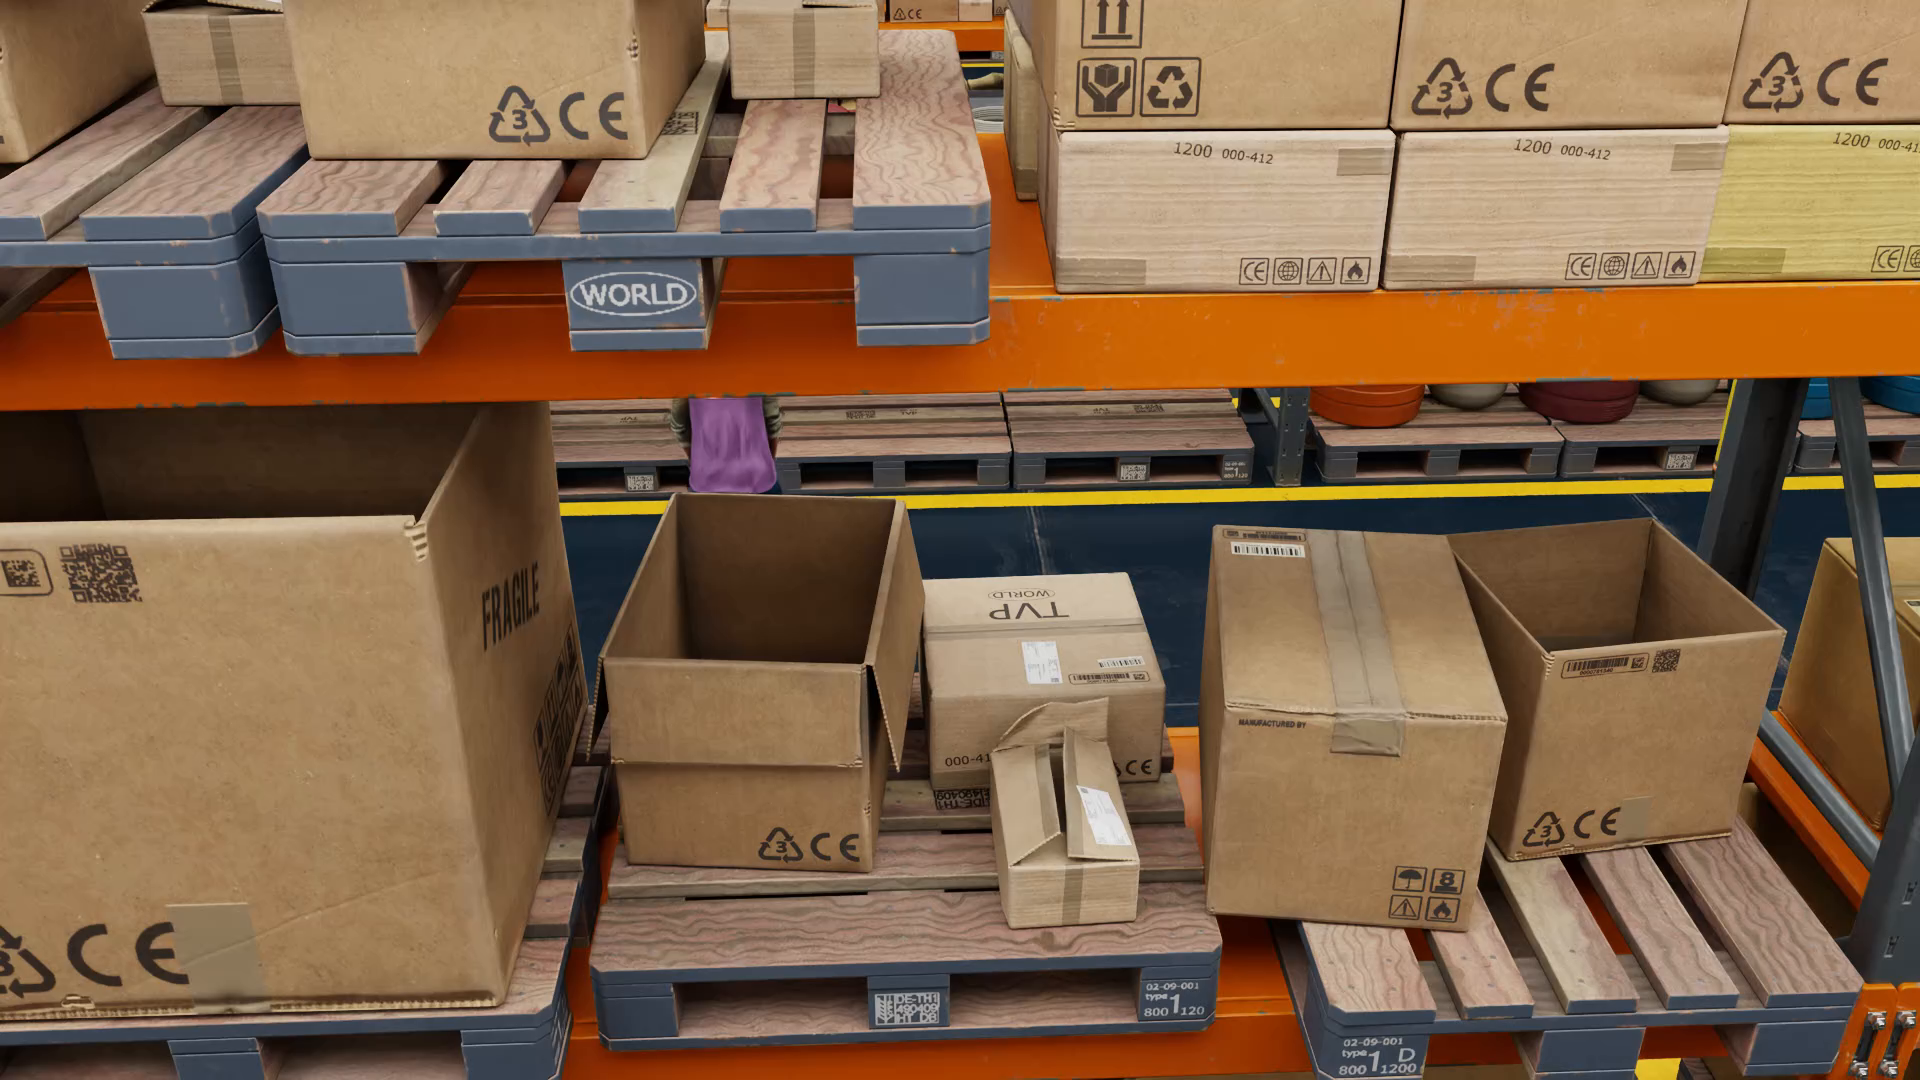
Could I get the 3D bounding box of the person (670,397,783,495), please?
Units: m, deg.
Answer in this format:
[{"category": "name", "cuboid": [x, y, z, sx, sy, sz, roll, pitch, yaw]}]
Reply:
[{"category": "person", "cuboid": [-0.953, -0.274, 6.839, 0.454, 1.429, 0.540, -1, 28, -2]}]
